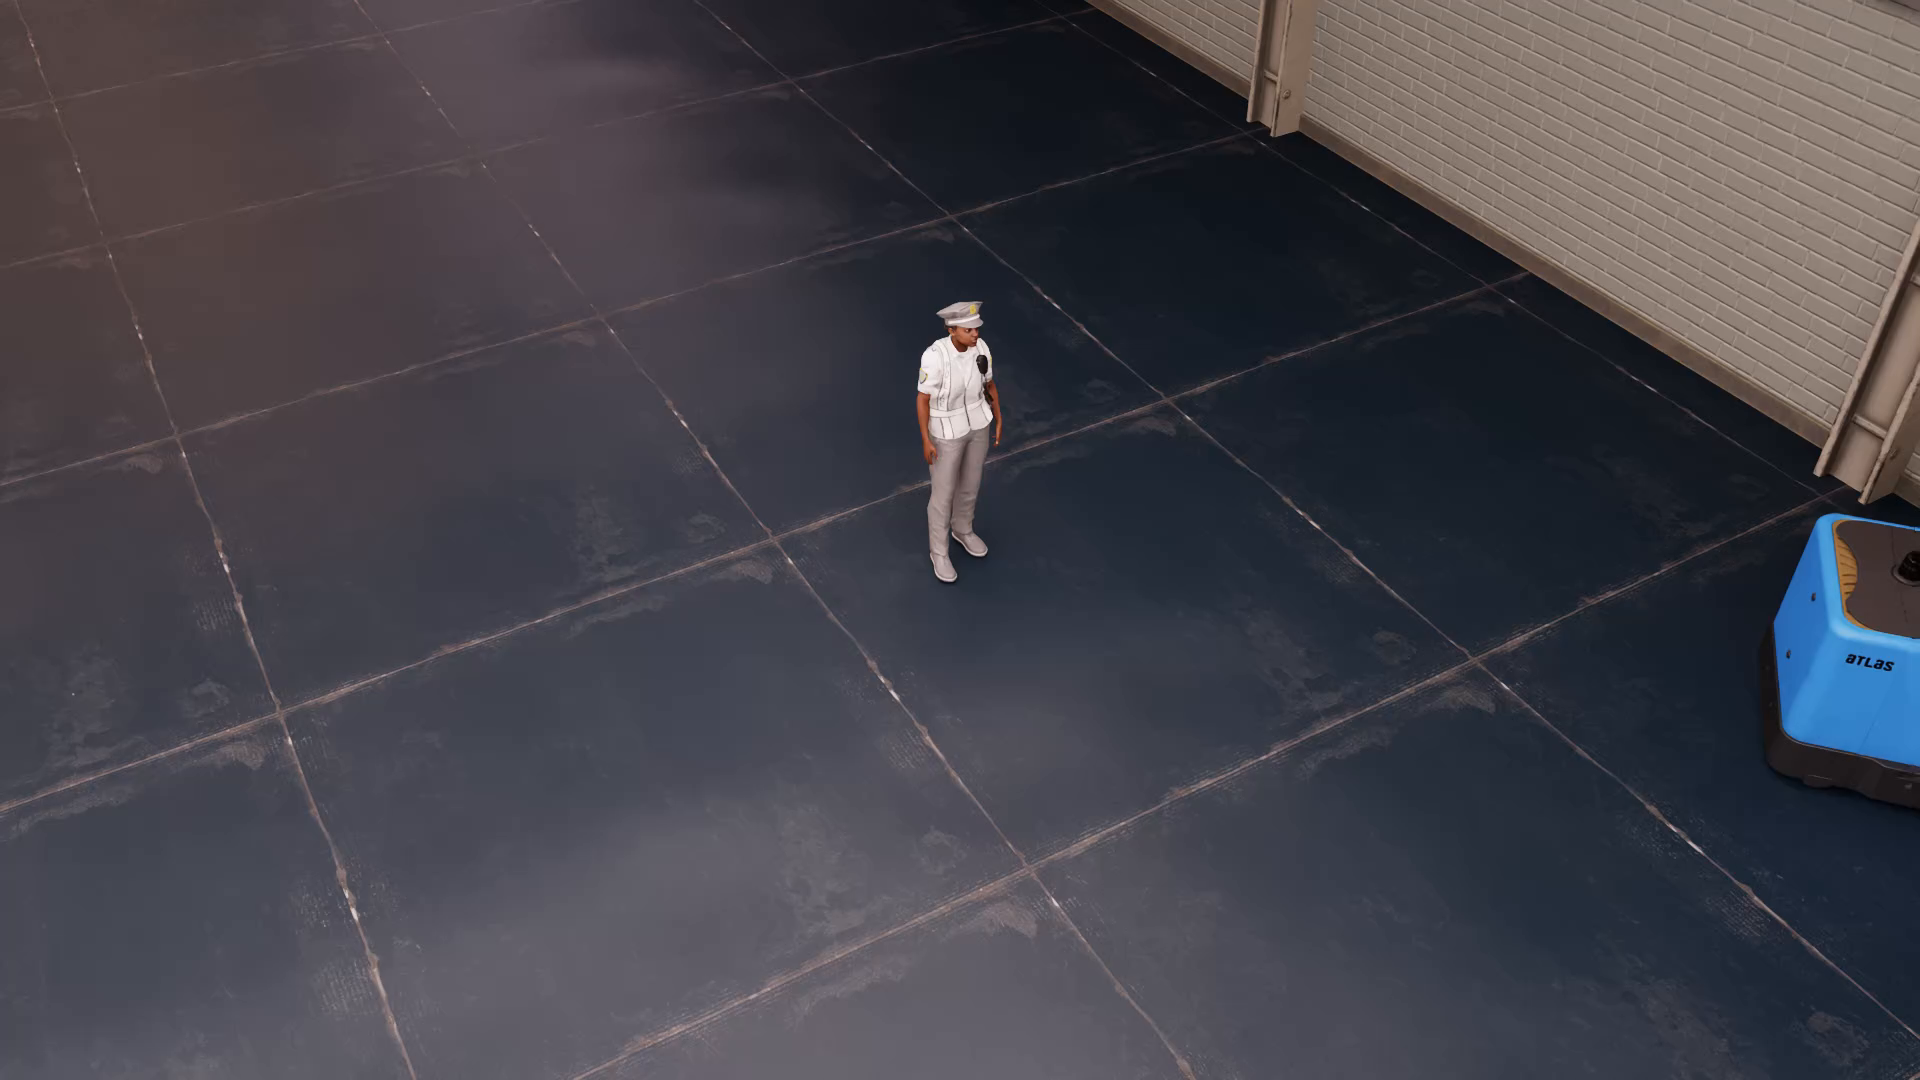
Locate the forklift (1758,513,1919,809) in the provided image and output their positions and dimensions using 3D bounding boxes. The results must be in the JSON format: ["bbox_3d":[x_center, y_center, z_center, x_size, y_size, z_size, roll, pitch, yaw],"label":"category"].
[{"bbox_3d":[5.848,0.121,7.890,3.031,2.935,1.130,12,41,14],"label":"forklift"}]

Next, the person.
[{"bbox_3d":[0.020,-0.610,9.729,0.569,1.695,0.530,-20,44,-23],"label":"person"}]
